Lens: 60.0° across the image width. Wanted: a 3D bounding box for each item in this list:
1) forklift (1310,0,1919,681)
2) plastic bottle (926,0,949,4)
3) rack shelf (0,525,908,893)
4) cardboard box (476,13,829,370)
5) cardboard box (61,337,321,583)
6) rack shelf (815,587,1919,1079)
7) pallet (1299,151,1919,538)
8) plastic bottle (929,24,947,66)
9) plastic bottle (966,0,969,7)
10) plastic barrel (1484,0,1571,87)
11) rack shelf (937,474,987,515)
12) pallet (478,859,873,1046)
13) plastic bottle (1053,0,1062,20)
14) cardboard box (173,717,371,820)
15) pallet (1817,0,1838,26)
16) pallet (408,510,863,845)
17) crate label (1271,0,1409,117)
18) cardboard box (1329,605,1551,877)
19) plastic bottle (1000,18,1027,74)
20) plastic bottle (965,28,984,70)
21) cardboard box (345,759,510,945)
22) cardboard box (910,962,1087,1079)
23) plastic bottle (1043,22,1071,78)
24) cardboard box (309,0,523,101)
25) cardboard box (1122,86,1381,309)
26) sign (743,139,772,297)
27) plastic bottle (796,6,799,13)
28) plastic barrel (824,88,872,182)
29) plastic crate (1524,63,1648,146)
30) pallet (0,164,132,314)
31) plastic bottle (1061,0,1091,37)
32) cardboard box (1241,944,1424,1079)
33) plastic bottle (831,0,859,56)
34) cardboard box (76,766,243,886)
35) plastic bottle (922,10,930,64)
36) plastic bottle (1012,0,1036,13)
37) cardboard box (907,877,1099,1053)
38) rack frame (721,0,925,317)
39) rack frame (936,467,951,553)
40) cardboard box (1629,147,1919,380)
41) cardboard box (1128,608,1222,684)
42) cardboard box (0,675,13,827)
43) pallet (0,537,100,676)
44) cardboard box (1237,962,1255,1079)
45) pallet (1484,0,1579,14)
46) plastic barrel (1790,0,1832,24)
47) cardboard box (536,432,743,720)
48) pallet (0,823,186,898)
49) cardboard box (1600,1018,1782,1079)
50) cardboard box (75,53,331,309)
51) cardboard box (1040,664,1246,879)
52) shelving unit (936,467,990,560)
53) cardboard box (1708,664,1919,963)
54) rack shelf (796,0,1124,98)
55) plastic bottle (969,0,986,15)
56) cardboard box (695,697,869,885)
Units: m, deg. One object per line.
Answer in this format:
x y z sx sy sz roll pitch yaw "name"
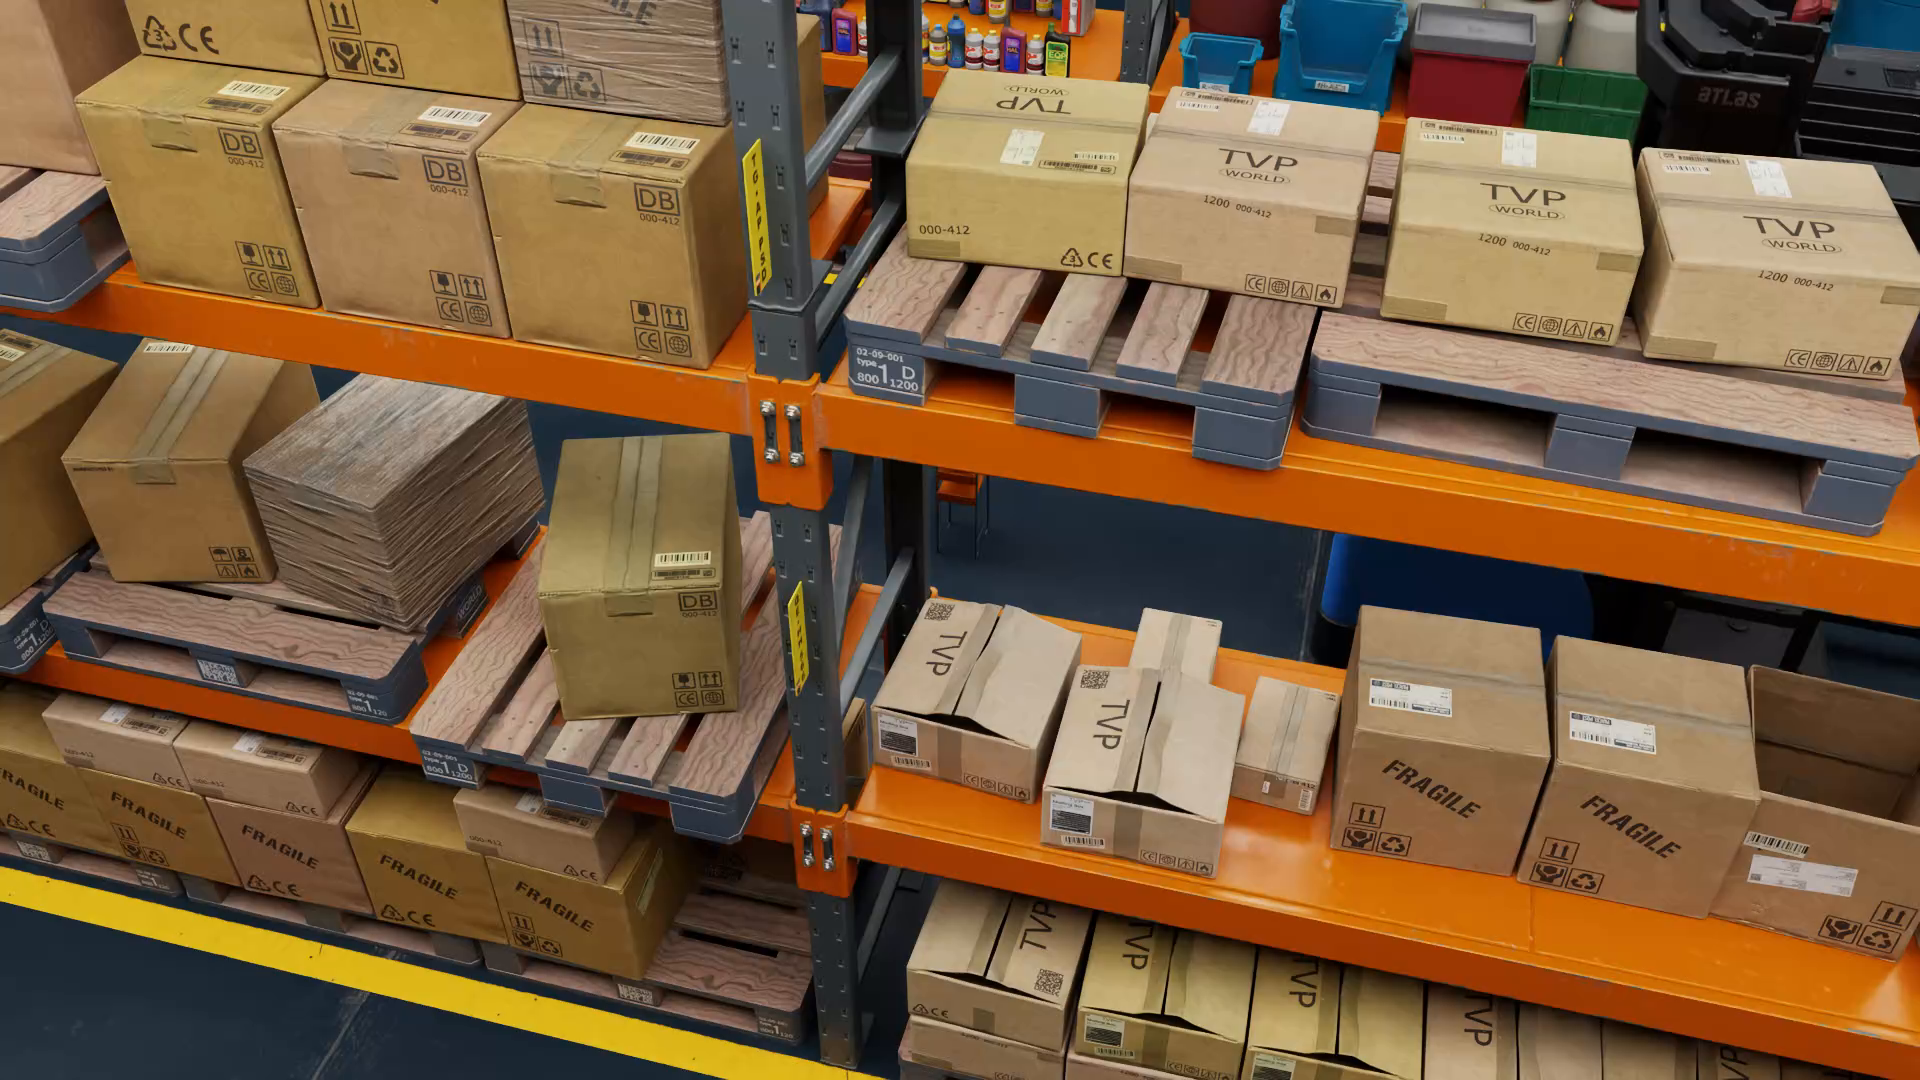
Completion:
3.073 -0.589 6.196 3.031 2.935 1.130 11 41 13 "forklift"
-0.122 -3.140 9.271 0.133 0.283 0.061 10 41 11 "plastic bottle"
-2.216 0.274 5.675 4.000 0.370 1.077 10 41 11 "rack shelf"
-0.715 -0.908 4.113 0.500 0.500 0.910 10 41 11 "cardboard box"
-2.426 -0.278 5.369 0.500 0.500 0.700 0 40 0 "cardboard box"
1.648 0.939 4.884 4.000 0.370 1.077 10 41 11 "rack shelf"
1.475 -0.504 3.857 1.213 0.211 1.003 12 41 13 "pallet"
-0.113 -2.589 8.680 0.097 0.201 0.097 0 40 0 "plastic bottle"
0.101 -3.101 9.226 0.133 0.283 0.061 10 41 11 "plastic bottle"
2.869 -2.622 8.459 0.433 0.535 0.433 0 40 0 "plastic barrel"
0.014 -0.239 7.569 0.180 0.103 0.258 10 41 11 "rack shelf"
-0.996 1.251 6.121 1.213 0.211 1.003 10 41 11 "pallet"
0.560 -3.006 9.121 0.097 0.271 0.097 0 40 0 "plastic bottle"
-2.293 0.649 5.688 0.500 0.250 0.500 9 41 11 "cardboard box"
6.802 -4.000 12.374 1.213 0.211 1.003 10 41 11 "pallet"
-0.957 0.335 5.192 1.003 0.211 1.213 10 41 11 "pallet"
1.889 -2.426 8.304 0.616 0.435 0.502 10 41 11 "crate label"
1.341 0.561 4.696 0.500 0.500 0.500 8 41 9 "cardboard box"
0.276 -2.542 8.559 0.133 0.283 0.061 10 41 11 "plastic bottle"
0.075 -2.557 8.641 0.097 0.201 0.097 0 40 0 "plastic bottle"
-1.748 1.024 5.825 0.500 0.500 0.500 8 41 10 "cardboard box"
0.146 1.493 5.477 0.500 0.250 0.500 10 41 11 "cardboard box"
0.499 -2.503 8.514 0.133 0.283 0.061 10 41 11 "plastic bottle"
-1.197 -1.400 3.922 0.500 0.500 0.500 10 41 11 "cardboard box"
0.680 -0.805 3.858 0.500 0.250 0.500 11 41 13 "cardboard box"
-0.427 -0.679 3.516 0.005 0.325 0.100 10 41 11 "sign"
-0.913 -2.746 8.803 0.133 0.283 0.061 10 41 11 "plastic bottle"
-0.568 -2.242 9.660 0.708 0.588 0.600 10 41 11 "plastic barrel"
3.108 -2.114 8.124 0.662 0.188 0.450 10 41 11 "plastic crate"
-2.534 -1.088 4.552 1.003 0.211 1.213 10 41 11 "pallet"
0.626 -2.877 8.964 0.135 0.276 0.152 10 41 11 "plastic bottle"
1.147 1.446 5.096 0.500 0.311 0.500 9 41 10 "cardboard box"
-0.606 -2.693 8.740 0.133 0.283 0.061 10 41 11 "plastic bottle"
-2.745 0.856 6.025 0.500 0.500 0.500 10 41 12 "cardboard box"
-0.207 -2.632 8.677 0.097 0.271 0.097 0 40 0 "plastic bottle"
0.359 -3.057 9.173 0.133 0.283 0.061 10 41 11 "plastic bottle"
0.146 1.278 5.296 0.500 0.311 0.500 11 41 13 "cardboard box"
-0.284 -1.966 3.119 0.127 3.000 1.000 10 41 11 "rack frame"
-0.074 -0.472 7.404 0.006 1.200 0.240 10 41 11 "rack frame"
1.749 -0.612 3.629 0.500 0.250 0.500 7 40 8 "cardboard box"
0.656 0.405 5.155 0.250 0.149 0.380 10 41 11 "cardboard box"
-3.744 0.686 6.226 0.500 0.500 0.500 8 41 9 "cardboard box"
-3.405 -0.060 5.663 1.213 0.211 1.003 10 41 11 "pallet"
1.135 1.658 5.279 0.500 0.250 0.500 9 41 10 "cardboard box"
4.209 -4.420 12.874 1.213 0.211 1.003 10 41 11 "pallet"
3.996 -2.428 8.228 0.433 0.535 0.433 0 40 0 "plastic barrel"
-0.922 0.097 4.922 0.500 0.500 0.700 -3 40 -3 "cardboard box"
-3.353 0.846 6.604 1.213 0.211 1.003 10 41 11 "pallet"
2.129 1.617 4.892 0.500 0.311 0.500 10 41 11 "cardboard box"
-1.710 -1.079 4.317 0.500 0.500 0.910 10 41 11 "cardboard box"
0.530 0.634 4.757 0.500 0.311 0.500 9 41 11 "cardboard box"
0.014 -0.457 7.386 0.189 1.200 0.258 10 41 11 "shelving unit"
2.333 0.732 4.493 0.500 0.500 0.500 13 42 15 "cardboard box"
-0.932 -2.803 9.339 4.000 0.370 1.077 10 41 11 "rack shelf"
0.098 -3.045 9.168 0.097 0.271 0.097 0 40 0 "plastic bottle"
-0.650 0.866 6.012 0.500 0.500 0.500 11 41 13 "cardboard box"
